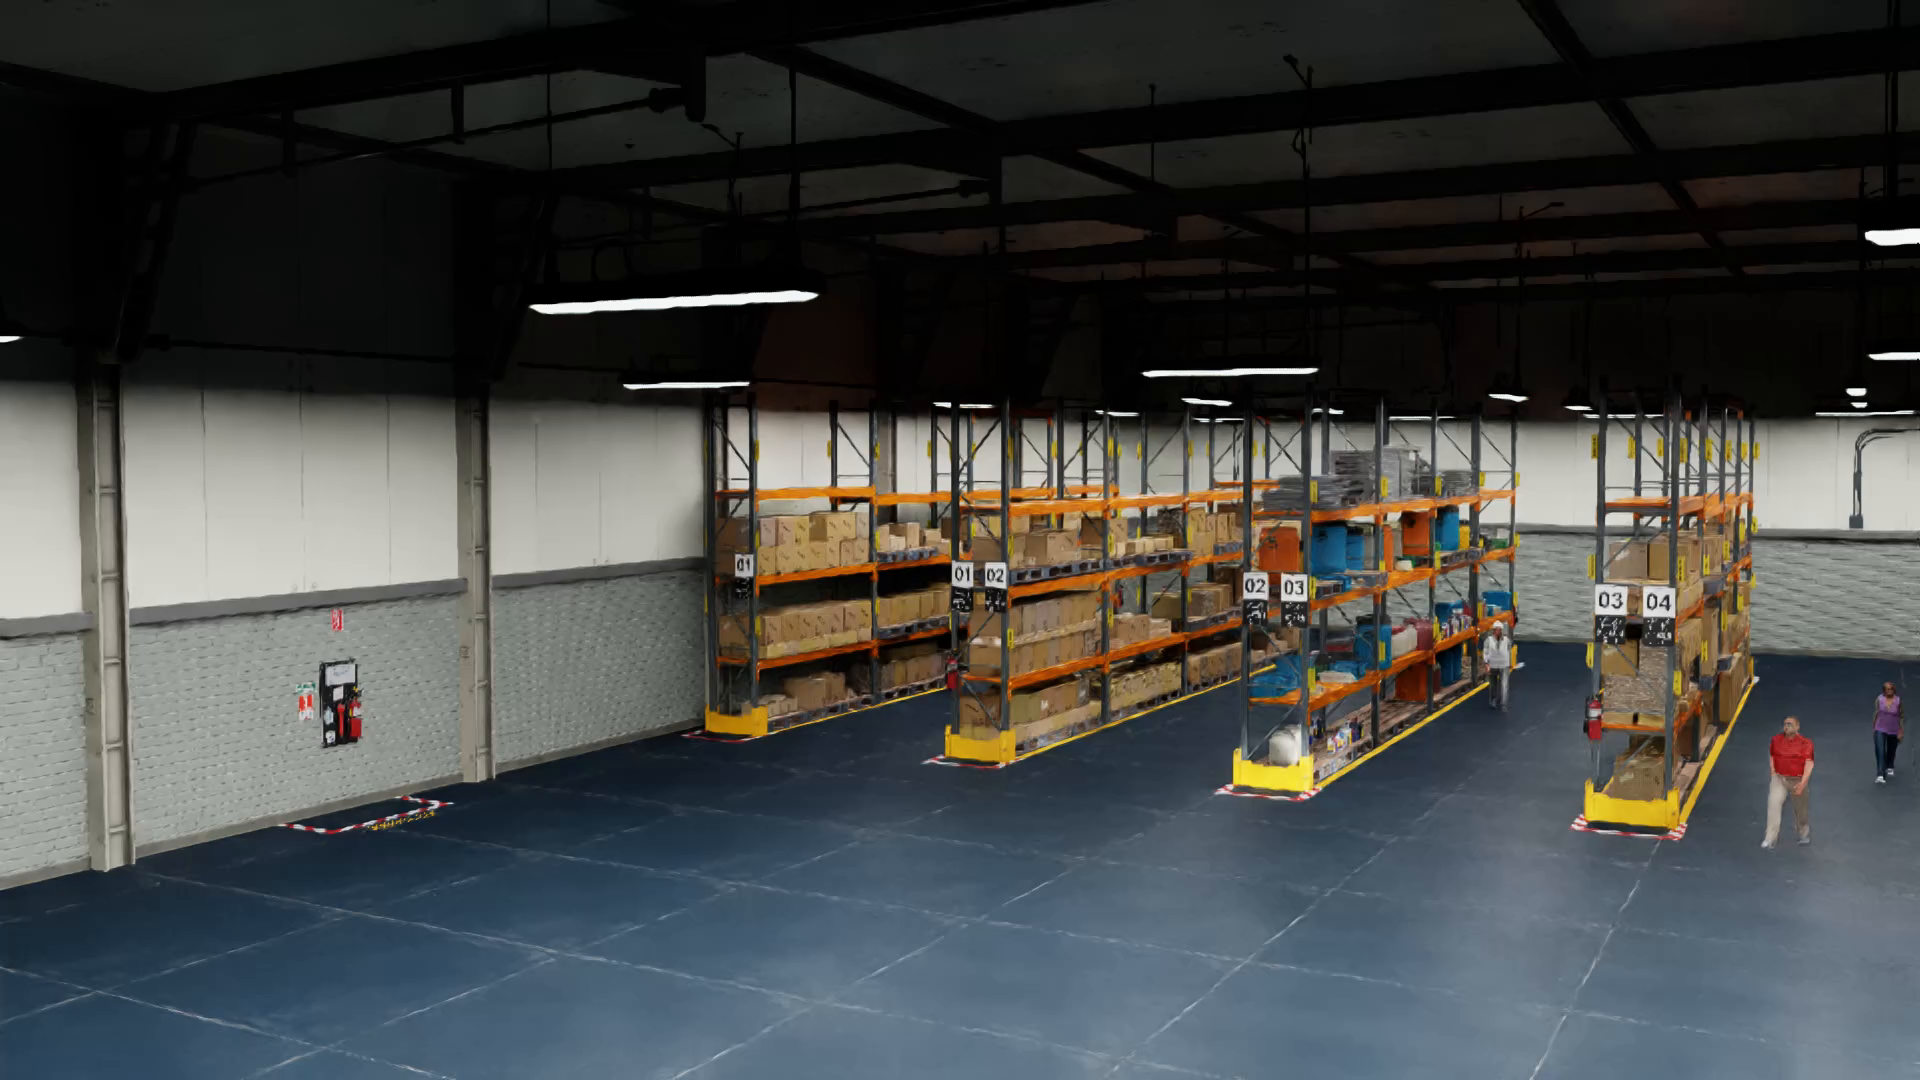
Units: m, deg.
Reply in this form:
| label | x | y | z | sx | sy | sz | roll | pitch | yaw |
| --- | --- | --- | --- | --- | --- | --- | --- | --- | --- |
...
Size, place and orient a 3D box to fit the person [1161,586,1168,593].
| label | x | y | z | sx | sy | sz | roll | pitch | yaw |
| --- | --- | --- | --- | --- | --- | --- | --- | --- | --- |
| person | 5.201 | 1.939 | 42.115 | 0.625 | 1.596 | 0.517 | 2 | 3 | 26 |

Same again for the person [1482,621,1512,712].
| label | x | y | z | sx | sy | sz | roll | pitch | yaw |
| --- | --- | --- | --- | --- | --- | --- | --- | --- | --- |
| person | 10.324 | 2.409 | 31.970 | 0.538 | 1.715 | 1.029 | 1 | 3 | 20 |

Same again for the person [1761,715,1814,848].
| label | x | y | z | sx | sy | sz | roll | pitch | yaw |
| --- | --- | --- | --- | --- | --- | --- | --- | --- | --- |
| person | 10.436 | 3.026 | 20.897 | 0.533 | 1.658 | 1.040 | 2 | 4 | 37 |

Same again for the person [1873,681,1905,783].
| label | x | y | z | sx | sy | sz | roll | pitch | yaw |
| --- | --- | --- | --- | --- | --- | --- | --- | --- | --- |
| person | 14.013 | 2.892 | 25.084 | 0.415 | 1.480 | 1.041 | 1 | 3 | 26 |
